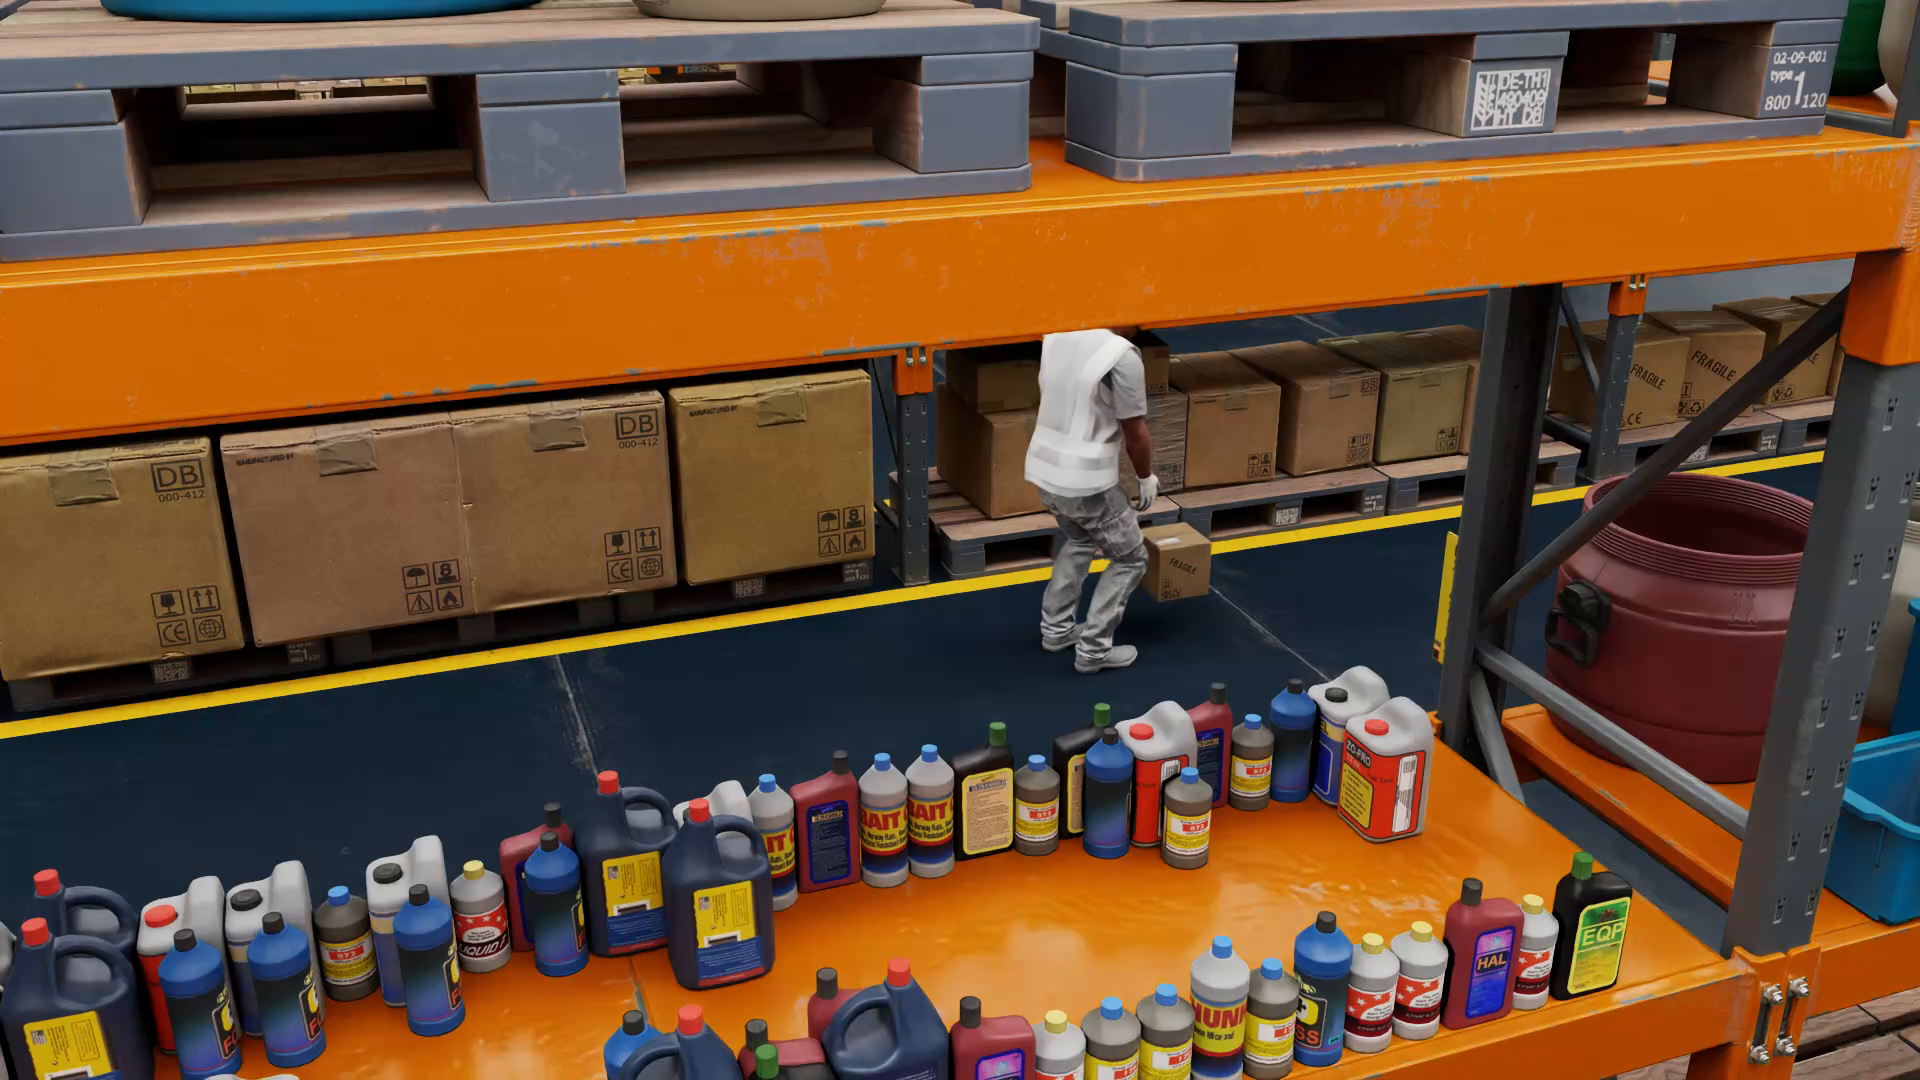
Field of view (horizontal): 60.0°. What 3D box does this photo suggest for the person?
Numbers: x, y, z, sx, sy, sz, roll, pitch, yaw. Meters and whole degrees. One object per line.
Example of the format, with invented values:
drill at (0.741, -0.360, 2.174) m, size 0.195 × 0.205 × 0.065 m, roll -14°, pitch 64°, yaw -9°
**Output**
person at (0.553, -0.285, 6.945) m, size 0.584 × 1.644 × 0.594 m, roll -13°, pitch 26°, yaw -29°
